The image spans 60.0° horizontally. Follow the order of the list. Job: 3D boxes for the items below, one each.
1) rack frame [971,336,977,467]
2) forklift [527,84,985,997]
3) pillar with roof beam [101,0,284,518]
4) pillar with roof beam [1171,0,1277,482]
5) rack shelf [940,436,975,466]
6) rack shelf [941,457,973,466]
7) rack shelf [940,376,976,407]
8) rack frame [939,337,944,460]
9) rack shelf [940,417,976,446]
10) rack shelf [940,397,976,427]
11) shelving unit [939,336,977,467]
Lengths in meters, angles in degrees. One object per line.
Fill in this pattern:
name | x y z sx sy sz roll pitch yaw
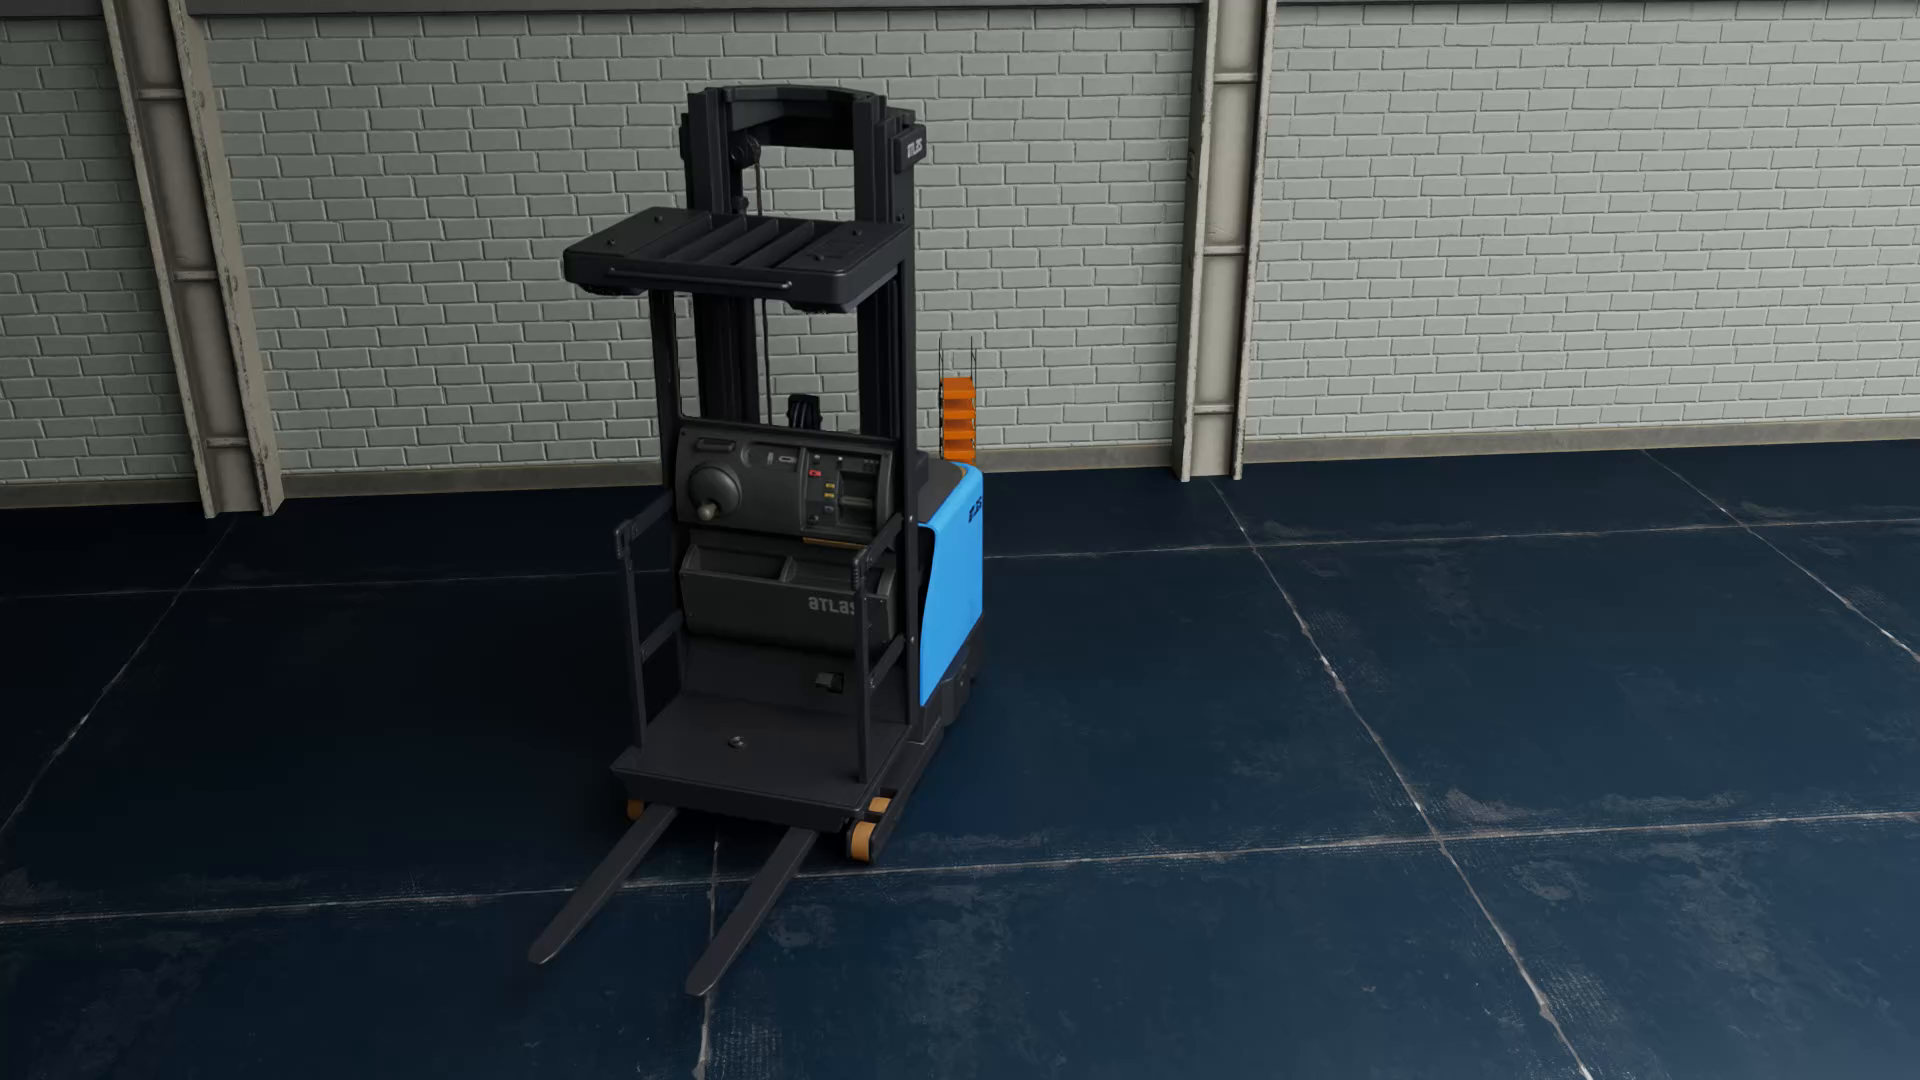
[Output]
rack frame | 0.077 -0.551 9.513 0.006 1.200 0.240 -2 24 -5
forklift | -0.782 -0.203 6.598 1.130 2.935 3.031 7 25 15
pillar with roof beam | -3.960 -2.574 4.462 0.400 9.000 9.100 -2 24 -5
pillar with roof beam | 2.011 -2.813 5.001 0.400 9.000 9.100 -2 24 -5
rack shelf | -0.014 -0.507 9.523 0.180 0.103 0.258 -2 24 -5
rack shelf | -0.014 -0.397 9.572 0.180 0.103 0.258 -2 24 -5
rack shelf | -0.014 -0.836 9.377 0.180 0.103 0.258 -2 24 -5
rack frame | -0.105 -0.544 9.497 0.006 1.200 0.240 -2 24 -5
rack shelf | -0.014 -0.617 9.474 0.180 0.103 0.258 -2 24 -5
rack shelf | -0.014 -0.726 9.426 0.180 0.103 0.258 -2 24 -5
shelving unit | -0.014 -0.548 9.505 0.189 1.200 0.258 -2 24 -5
